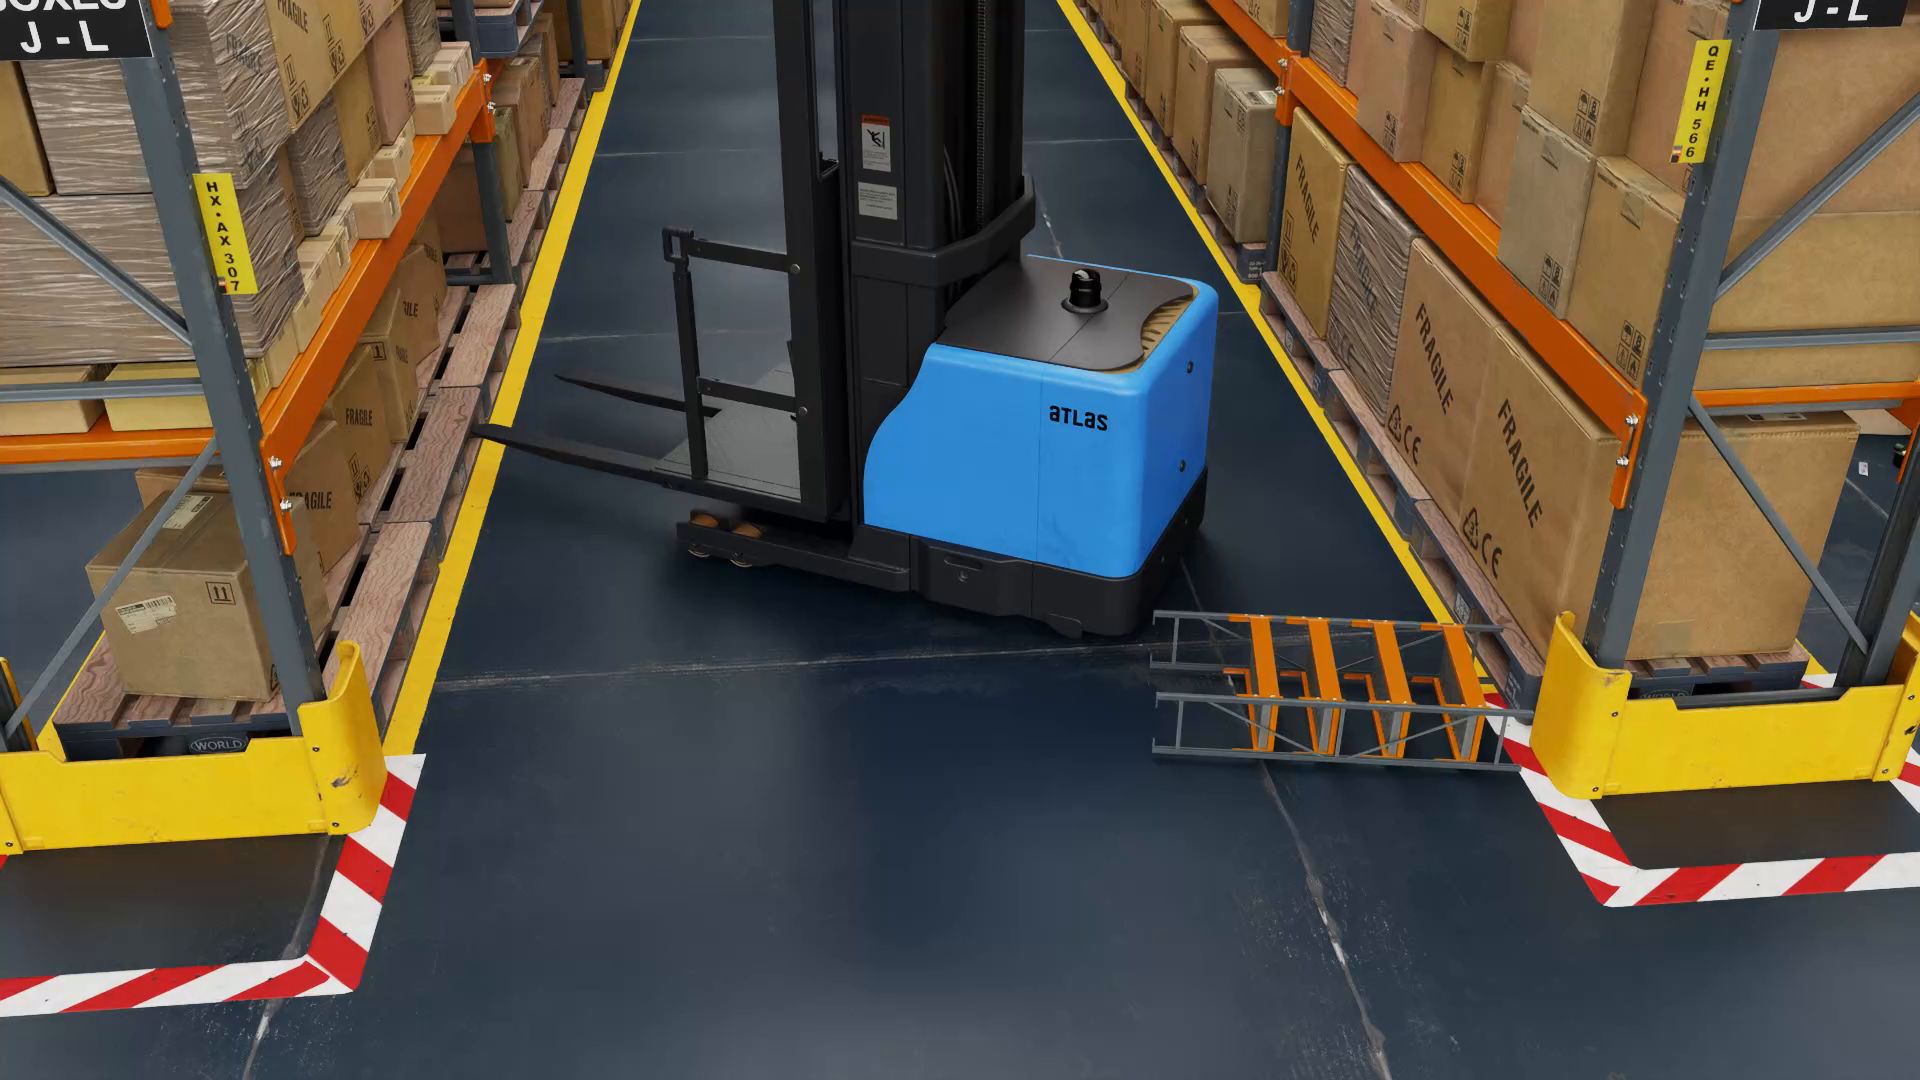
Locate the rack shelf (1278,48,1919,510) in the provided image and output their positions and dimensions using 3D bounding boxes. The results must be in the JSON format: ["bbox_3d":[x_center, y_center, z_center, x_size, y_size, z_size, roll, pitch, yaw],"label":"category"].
[{"bbox_3d":[2.318,-1.290,6.687,1.077,0.370,4.000,-3,31,-5],"label":"rack shelf"}]

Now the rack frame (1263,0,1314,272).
[{"bbox_3d":[2.131,-2.620,8.212,1.000,3.000,0.127,-3,31,-5],"label":"rack frame"}]

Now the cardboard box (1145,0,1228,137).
[{"bbox_3d":[1.810,-3.116,10.825,1.050,0.750,0.750,-2,31,-4],"label":"cardboard box"}]

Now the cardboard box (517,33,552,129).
[{"bbox_3d":[-3.043,-2.968,10.803,0.700,0.500,0.500,-5,31,-9],"label":"cardboard box"}]

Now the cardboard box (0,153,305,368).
[{"bbox_3d":[-2.467,-0.845,4.852,0.875,0.500,0.500,-3,31,-5],"label":"cardboard box"}]

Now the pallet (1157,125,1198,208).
[{"bbox_3d":[1.867,-2.438,10.625,1.003,0.211,1.213,-3,31,-5],"label":"pallet"}]

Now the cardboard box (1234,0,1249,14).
[{"bbox_3d":[1.769,-3.175,9.042,0.500,0.500,0.500,-3,31,-5],"label":"cardboard box"}]

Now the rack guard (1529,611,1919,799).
[{"bbox_3d":[2.507,0.507,5.413,1.175,0.500,0.348,-3,31,-5],"label":"rack guard"}]

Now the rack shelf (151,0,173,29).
[{"bbox_3d":[-2.630,-2.392,5.606,1.077,0.370,4.000,-3,31,-5],"label":"rack shelf"}]

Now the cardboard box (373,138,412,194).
[{"bbox_3d":[-2.378,-1.464,6.521,0.380,0.149,0.250,-3,31,-5],"label":"cardboard box"}]

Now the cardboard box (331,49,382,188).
[{"bbox_3d":[-2.672,-1.607,6.128,0.875,0.500,0.500,-3,31,-5],"label":"cardboard box"}]

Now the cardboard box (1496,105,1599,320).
[{"bbox_3d":[2.352,-1.109,5.536,0.875,0.550,0.550,-3,31,-5],"label":"cardboard box"}]

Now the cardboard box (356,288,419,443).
[{"bbox_3d":[-2.622,-0.730,7.075,0.500,0.500,0.500,-5,31,-9],"label":"cardboard box"}]

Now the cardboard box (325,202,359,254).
[{"bbox_3d":[-2.356,-1.079,5.876,0.380,0.149,0.250,-3,31,-5],"label":"cardboard box"}]

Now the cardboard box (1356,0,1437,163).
[{"bbox_3d":[2.185,-1.936,6.919,0.875,0.550,0.550,-3,31,-5],"label":"cardboard box"}]

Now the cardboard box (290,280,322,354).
[{"bbox_3d":[-2.245,-0.698,5.238,0.380,0.149,0.250,-3,31,-5],"label":"cardboard box"}]

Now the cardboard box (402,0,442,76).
[{"bbox_3d":[-2.836,-2.372,7.409,0.875,0.500,0.500,-3,31,-5],"label":"cardboard box"}]

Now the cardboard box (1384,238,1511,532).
[{"bbox_3d":[2.291,-0.638,6.556,0.875,0.875,0.875,-3,31,-5],"label":"cardboard box"}]

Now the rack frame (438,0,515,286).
[{"bbox_3d":[-2.817,-2.434,7.900,1.000,3.000,0.127,-3,31,-5],"label":"rack frame"}]

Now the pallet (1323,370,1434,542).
[{"bbox_3d":[2.241,-0.407,7.225,1.003,0.211,1.213,-3,31,-5],"label":"pallet"}]

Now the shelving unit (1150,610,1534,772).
[{"bbox_3d":[1.255,0.501,5.625,1.200,0.258,0.503,2,31,4],"label":"shelving unit"}]

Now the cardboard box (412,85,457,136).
[{"bbox_3d":[-2.392,-1.850,7.167,0.380,0.149,0.250,-3,31,-5],"label":"cardboard box"}]

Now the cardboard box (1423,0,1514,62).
[{"bbox_3d":[2.269,-2.130,6.192,0.875,0.550,0.500,-3,31,-5],"label":"cardboard box"}]

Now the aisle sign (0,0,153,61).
[{"bbox_3d":[-2.138,-1.491,3.786,0.394,0.787,0.004,-3,31,-5],"label":"aisle sign"}]

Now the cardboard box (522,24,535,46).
[{"bbox_3d":[-3.038,-3.303,10.632,0.500,0.250,0.500,1,31,1],"label":"cardboard box"}]

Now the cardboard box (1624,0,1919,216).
[{"bbox_3d":[2.509,-1.297,4.797,0.875,0.550,0.550,-3,31,-5],"label":"cardboard box"}]

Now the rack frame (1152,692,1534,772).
[{"bbox_3d":[1.235,0.625,5.416,1.200,0.240,0.015,2,31,4],"label":"rack frame"}]

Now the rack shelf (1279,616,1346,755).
[{"bbox_3d":[1.188,0.498,5.629,0.148,0.258,0.480,2,31,4],"label":"rack shelf"}]

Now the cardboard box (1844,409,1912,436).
[{"bbox_3d":[4.125,-0.657,7.591,0.396,0.266,0.258,2,31,4],"label":"cardboard box"}]

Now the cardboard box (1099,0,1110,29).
[{"bbox_3d":[1.391,-4.358,13.150,0.500,0.500,0.500,-2,31,-3],"label":"cardboard box"}]

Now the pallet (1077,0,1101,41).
[{"bbox_3d":[1.575,-4.486,14.054,1.003,0.211,1.213,-3,31,-5],"label":"pallet"}]

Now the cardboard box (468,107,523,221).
[{"bbox_3d":[-2.878,-2.109,9.364,0.700,0.500,0.500,-3,31,-5],"label":"cardboard box"}]

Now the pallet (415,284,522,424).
[{"bbox_3d":[-2.719,-0.896,8.044,1.003,0.211,1.213,-3,31,-5],"label":"pallet"}]

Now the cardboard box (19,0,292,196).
[{"bbox_3d":[-2.223,-1.286,4.615,0.500,0.500,0.500,-3,31,-5],"label":"cardboard box"}]

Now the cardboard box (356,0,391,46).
[{"bbox_3d":[-2.364,-2.052,5.897,0.500,0.500,0.500,-3,31,-5],"label":"cardboard box"}]

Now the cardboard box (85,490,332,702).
[{"bbox_3d":[-2.485,0.181,5.550,0.500,0.500,0.500,3,31,5],"label":"cardboard box"}]

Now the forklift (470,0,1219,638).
[{"bbox_3d":[-0.573,-1.385,6.210,3.031,2.935,1.130,12,33,20],"label":"forklift"}]

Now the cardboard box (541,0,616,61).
[{"bbox_3d":[-3.234,-4.098,12.348,1.225,0.875,0.875,-4,31,-7],"label":"cardboard box"}]

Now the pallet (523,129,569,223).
[{"bbox_3d":[-3.008,-2.259,10.326,1.003,0.211,1.213,-3,31,-5],"label":"pallet"}]

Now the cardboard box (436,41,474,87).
[{"bbox_3d":[-2.504,-2.231,7.804,0.380,0.149,0.250,-3,31,-5],"label":"cardboard box"}]

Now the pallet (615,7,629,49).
[{"bbox_3d":[-3.300,-4.307,13.755,1.003,0.211,1.213,-3,31,-5],"label":"pallet"}]
